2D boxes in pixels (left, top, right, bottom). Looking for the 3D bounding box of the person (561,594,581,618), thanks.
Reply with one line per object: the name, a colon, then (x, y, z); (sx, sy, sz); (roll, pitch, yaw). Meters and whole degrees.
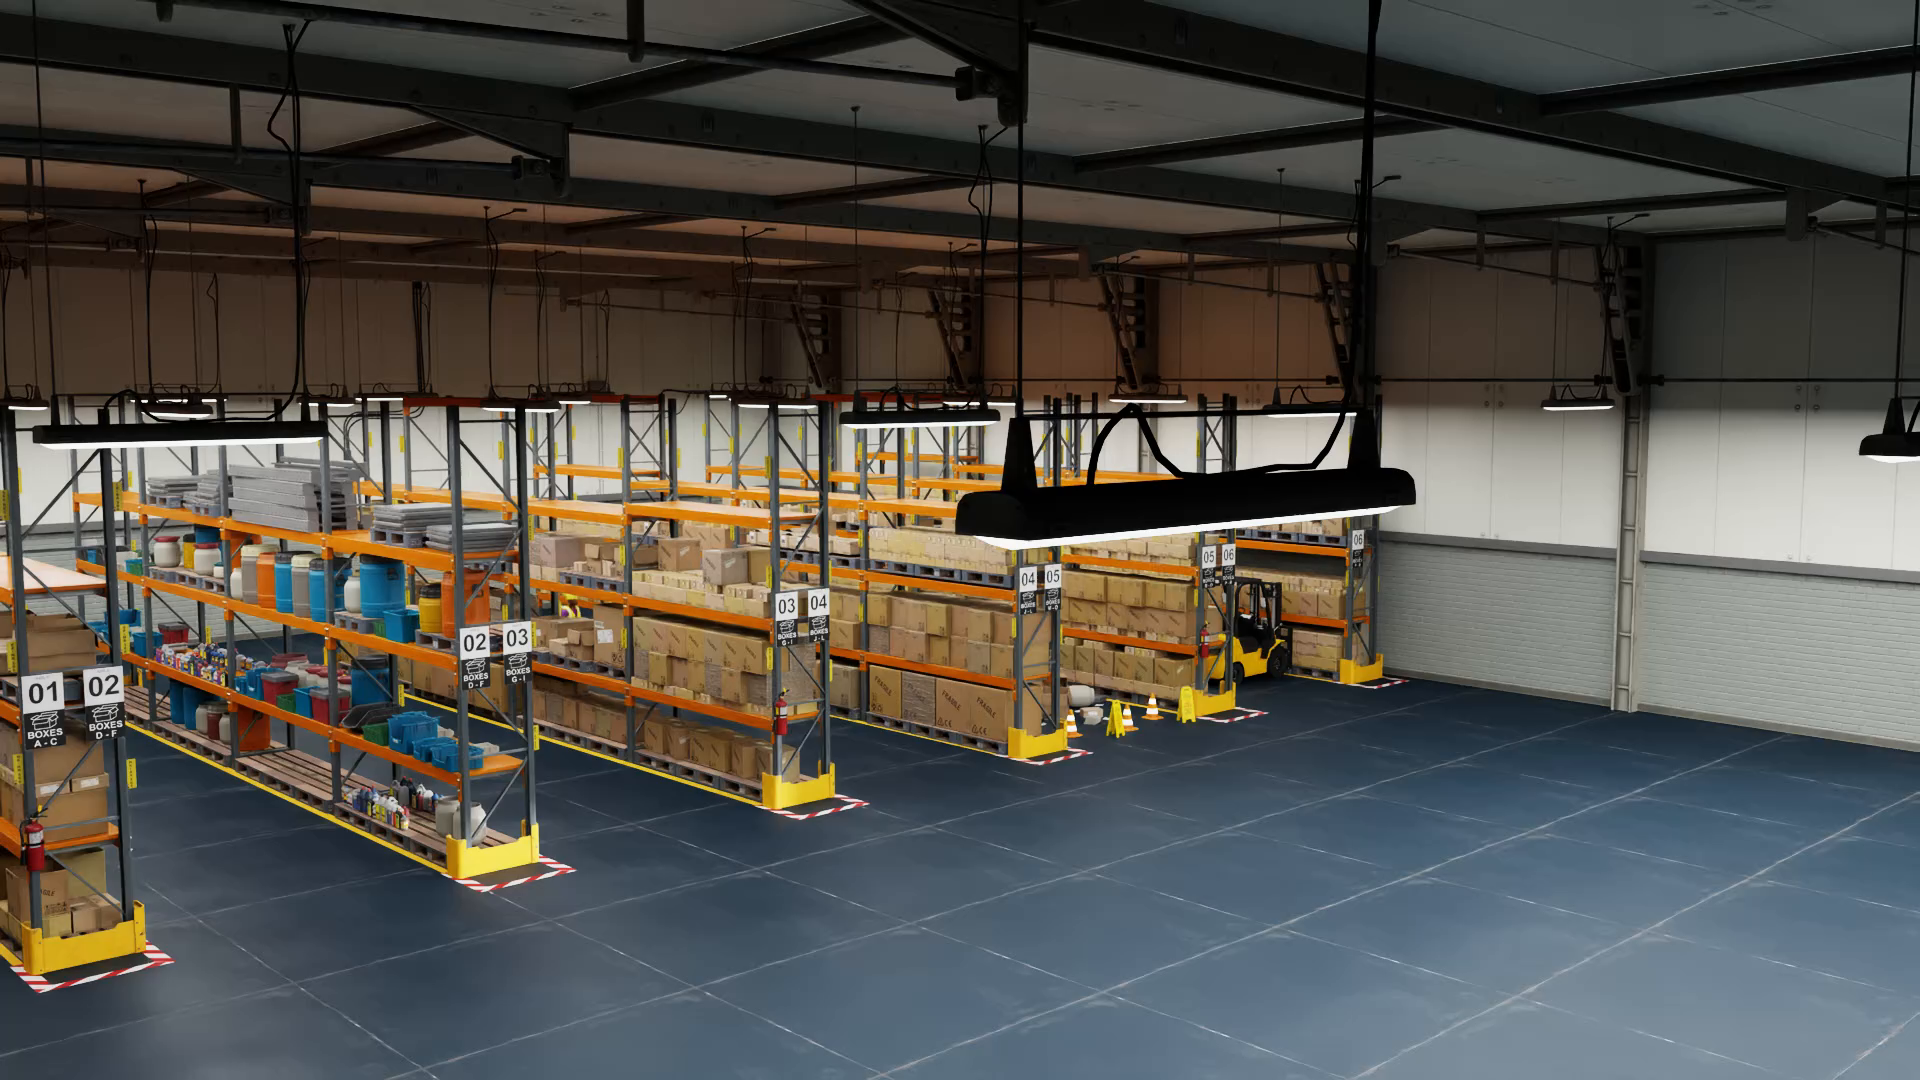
person: (-8.317, 2.018, 35.690); (0.903, 1.763, 0.559); (5, 8, 43)
